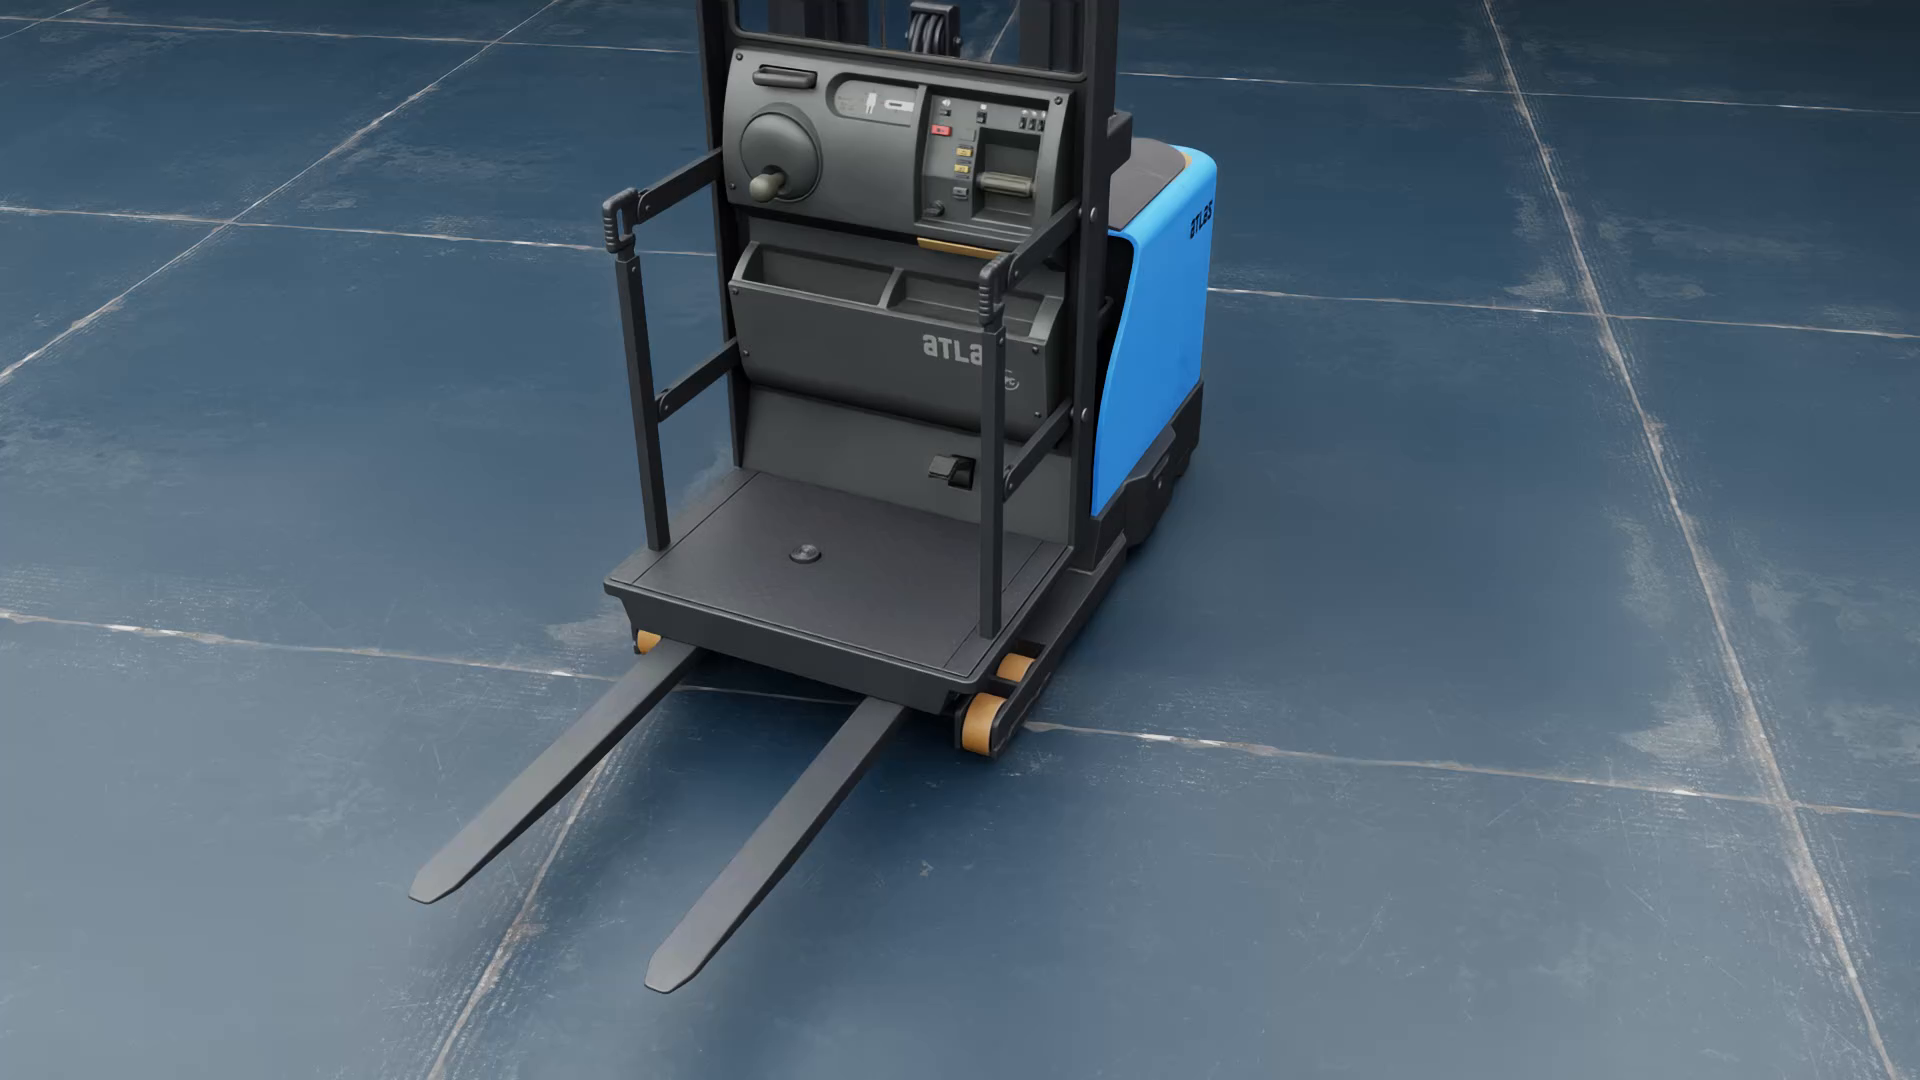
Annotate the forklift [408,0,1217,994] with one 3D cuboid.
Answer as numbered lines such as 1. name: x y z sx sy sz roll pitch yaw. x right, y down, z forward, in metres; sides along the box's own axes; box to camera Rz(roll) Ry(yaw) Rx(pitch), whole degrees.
1. forklift: -0.263 -0.939 3.988 1.130 2.935 3.031 14 35 21
